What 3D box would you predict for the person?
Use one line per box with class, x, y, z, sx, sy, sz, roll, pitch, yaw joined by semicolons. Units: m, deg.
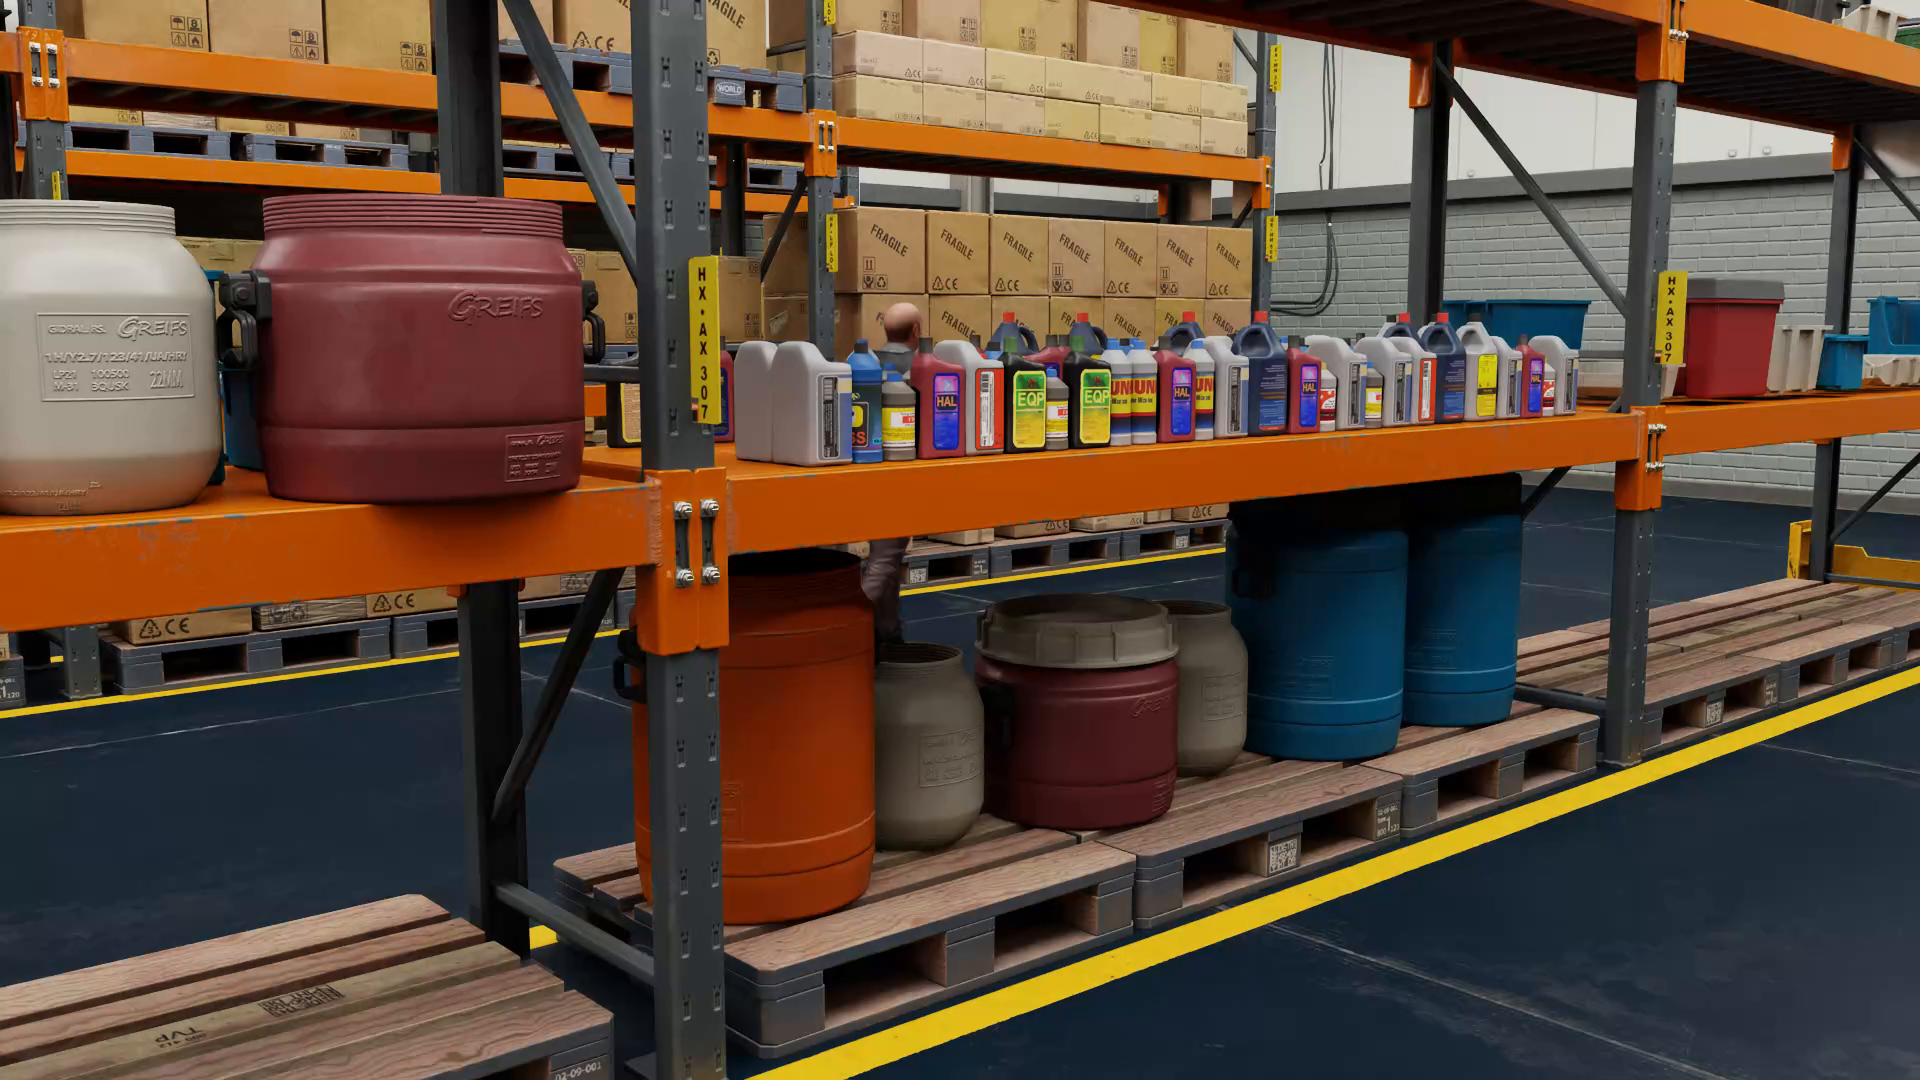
person;-0.316;-0.251;7.901;0.551;1.741;0.714;5;9;33
